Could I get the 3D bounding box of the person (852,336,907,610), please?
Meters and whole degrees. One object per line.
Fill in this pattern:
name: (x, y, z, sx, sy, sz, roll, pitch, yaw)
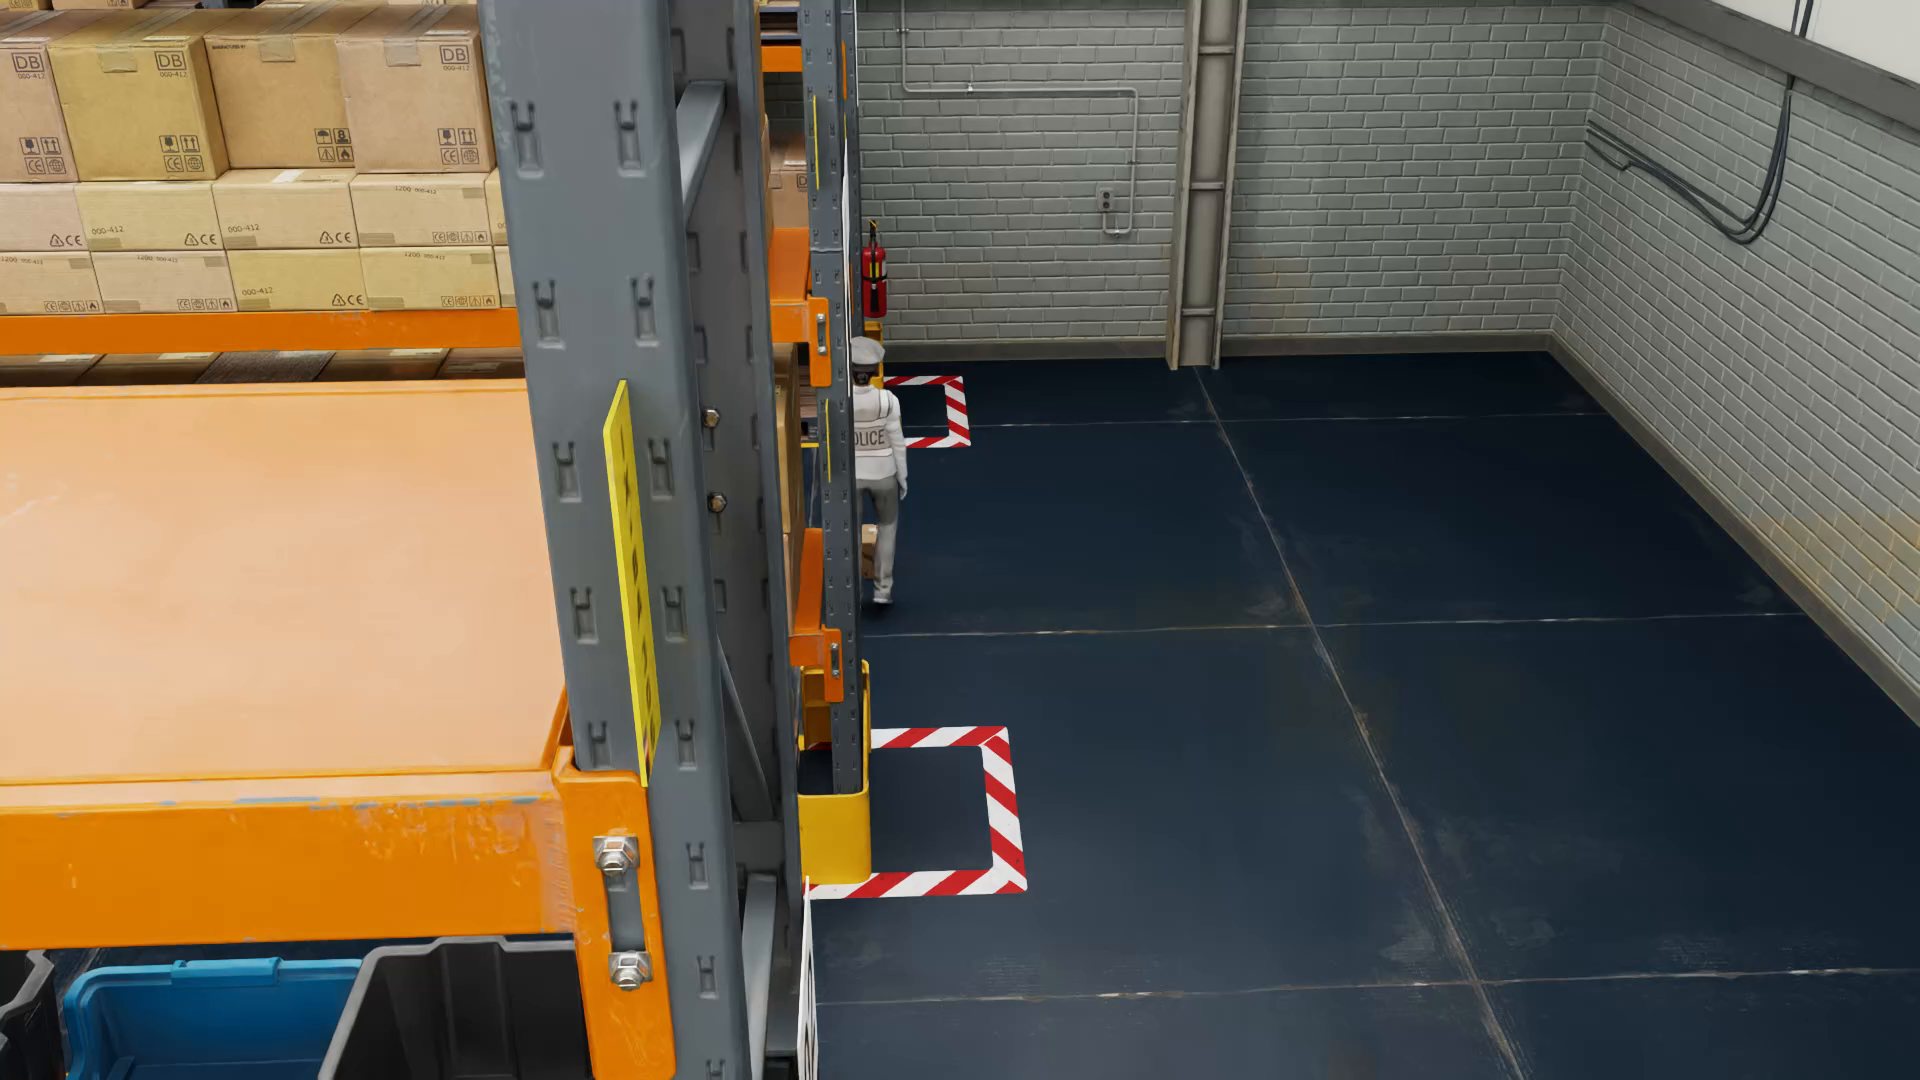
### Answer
person: (-0.553, -0.352, 9.599, 0.500, 1.696, 0.337, -1, 28, -2)
